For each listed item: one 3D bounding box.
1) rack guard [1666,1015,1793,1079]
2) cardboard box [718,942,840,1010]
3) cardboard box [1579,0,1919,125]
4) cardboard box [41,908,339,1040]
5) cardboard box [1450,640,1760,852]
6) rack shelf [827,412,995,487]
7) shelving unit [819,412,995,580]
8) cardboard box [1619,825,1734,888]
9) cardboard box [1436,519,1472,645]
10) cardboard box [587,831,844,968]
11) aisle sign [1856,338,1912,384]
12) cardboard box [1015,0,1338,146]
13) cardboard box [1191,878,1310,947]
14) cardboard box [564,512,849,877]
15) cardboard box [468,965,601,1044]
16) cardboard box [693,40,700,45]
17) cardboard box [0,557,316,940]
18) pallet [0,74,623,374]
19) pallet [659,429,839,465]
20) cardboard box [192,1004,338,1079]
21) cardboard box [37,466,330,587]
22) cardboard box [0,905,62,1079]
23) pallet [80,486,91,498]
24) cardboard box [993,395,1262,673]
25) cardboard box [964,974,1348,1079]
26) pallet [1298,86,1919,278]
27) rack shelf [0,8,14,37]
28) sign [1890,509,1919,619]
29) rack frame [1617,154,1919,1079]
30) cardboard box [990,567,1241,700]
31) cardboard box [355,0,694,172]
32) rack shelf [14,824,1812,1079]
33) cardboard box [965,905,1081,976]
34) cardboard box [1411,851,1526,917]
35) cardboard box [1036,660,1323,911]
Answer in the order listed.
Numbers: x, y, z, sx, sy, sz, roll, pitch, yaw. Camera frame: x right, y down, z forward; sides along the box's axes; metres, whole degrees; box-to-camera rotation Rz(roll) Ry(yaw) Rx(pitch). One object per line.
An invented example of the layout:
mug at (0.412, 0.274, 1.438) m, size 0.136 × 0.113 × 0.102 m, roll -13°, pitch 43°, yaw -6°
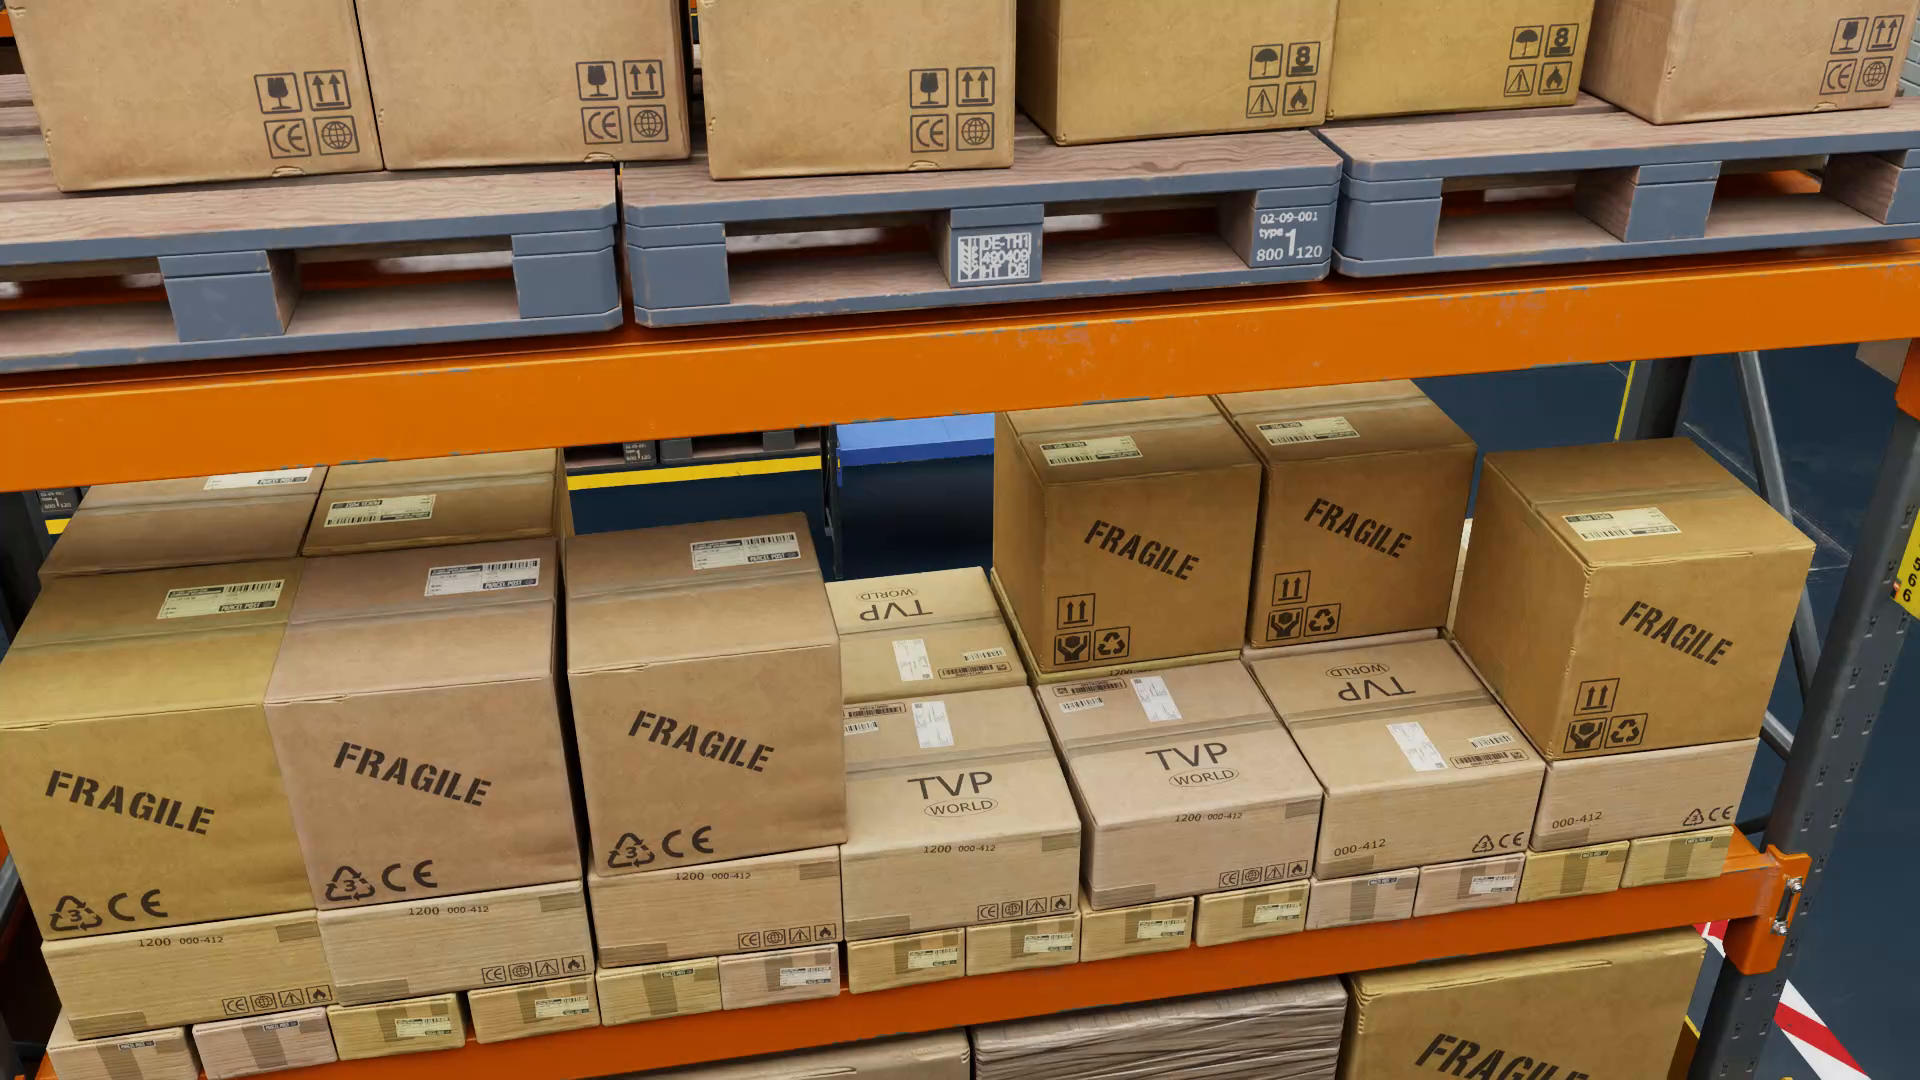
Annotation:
rack guard at (1.924, 1.406, 4.866) m, size 0.348 × 0.500 × 1.175 m, roll -5°, pitch 31°, yaw -9°
cardboard box at (-0.408, 0.824, 3.637) m, size 0.250 × 0.149 × 0.380 m, roll -5°, pitch 31°, yaw -8°
cardboard box at (1.399, -1.155, 3.185) m, size 0.500 × 0.500 × 0.700 m, roll -7°, pitch 31°, yaw -12°
cardboard box at (-1.525, 0.720, 3.421) m, size 0.500 × 0.250 × 0.500 m, roll -6°, pitch 31°, yaw -10°
cardboard box at (1.472, 0.444, 3.891) m, size 0.500 × 0.250 × 0.500 m, roll -6°, pitch 31°, yaw -10°
rack shelf at (-0.084, -0.484, 7.448) m, size 1.000 × 0.185 × 0.538 m, roll -5°, pitch 31°, yaw -9°
shelving unit at (-0.084, -0.639, 7.357) m, size 1.048 × 1.500 × 0.538 m, roll -5°, pitch 31°, yaw -9°
cardboard box at (1.610, 0.636, 3.958) m, size 0.250 × 0.149 × 0.380 m, roll -5°, pitch 31°, yaw -8°
cardboard box at (1.380, 0.176, 4.345) m, size 0.500 × 0.250 × 0.500 m, roll -6°, pitch 31°, yaw -10°
cardboard box at (-0.526, 0.627, 3.579) m, size 0.500 × 0.250 × 0.500 m, roll -5°, pitch 31°, yaw -8°
aisle sign at (2.026, -0.647, 3.326) m, size 0.004 × 0.787 × 0.394 m, roll -5°, pitch 31°, yaw -9°
cardboard box at (0.324, -1.093, 3.078) m, size 0.500 × 0.500 × 0.700 m, roll -7°, pitch 31°, yaw -12°
cardboard box at (0.605, 0.730, 3.798) m, size 0.250 × 0.149 × 0.380 m, roll -6°, pitch 31°, yaw -10°
cardboard box at (-0.520, 0.302, 3.392) m, size 0.500 × 0.500 × 0.500 m, roll -6°, pitch 31°, yaw -10°
cardboard box at (-0.907, 0.870, 3.559) m, size 0.250 × 0.149 × 0.380 m, roll -6°, pitch 31°, yaw -10°
cardboard box at (-1.967, -3.531, 12.825) m, size 0.637 × 0.503 × 0.797 m, roll -5°, pitch 31°, yaw -9°
cardboard box at (-1.517, 0.393, 3.237) m, size 0.500 × 0.500 × 0.500 m, roll -5°, pitch 31°, yaw -9°
pallet at (-1.227, -0.628, 2.988) m, size 1.213 × 0.211 × 1.003 m, roll -5°, pitch 31°, yaw -9°
pallet at (-1.007, -0.771, 8.853) m, size 1.213 × 0.211 × 1.003 m, roll -5°, pitch 31°, yaw -9°
cardboard box at (-1.425, 0.919, 3.476) m, size 0.250 × 0.149 × 0.380 m, roll -6°, pitch 31°, yaw -11°
cardboard box at (-1.630, 0.134, 3.678) m, size 0.500 × 0.500 × 0.500 m, roll -4°, pitch 31°, yaw -7°
cardboard box at (-2.660, 1.499, 3.923) m, size 0.875 × 0.875 × 1.225 m, roll -5°, pitch 31°, yaw -9°
pallet at (-3.692, -0.522, 8.429) m, size 1.213 × 0.211 × 1.003 m, roll -5°, pitch 31°, yaw -9°
cardboard box at (0.380, -0.051, 3.992) m, size 0.500 × 0.500 × 0.500 m, roll -6°, pitch 31°, yaw -10°
cardboard box at (0.391, 1.247, 4.352) m, size 0.875 × 0.875 × 0.875 m, roll -5°, pitch 31°, yaw -9°
pallet at (1.173, -0.851, 3.367) m, size 1.213 × 0.211 × 1.003 m, roll -5°, pitch 31°, yaw -9°
rack shelf at (-5.782, -3.751, 11.880) m, size 4.000 × 0.370 × 1.077 m, roll -5°, pitch 31°, yaw -9°
sign at (1.985, 0.001, 3.413) m, size 0.005 × 0.325 × 0.100 m, roll -5°, pitch 31°, yaw -9°
rack frame at (1.901, 0.331, 4.228) m, size 0.127 × 3.000 × 1.000 m, roll -5°, pitch 31°, yaw -9°
cardboard box at (0.375, 0.271, 4.184) m, size 0.500 × 0.250 × 0.500 m, roll -6°, pitch 31°, yaw -11°
cardboard box at (-0.745, -1.013, 2.942) m, size 0.500 × 0.500 × 0.700 m, roll -4°, pitch 31°, yaw -6°
rack shelf at (-0.067, 0.823, 4.100) m, size 4.000 × 0.370 × 1.077 m, roll -5°, pitch 31°, yaw -9°
cardboard box at (0.106, 0.775, 3.720) m, size 0.250 × 0.149 × 0.380 m, roll -5°, pitch 31°, yaw -8°
cardboard box at (1.106, 0.683, 3.878) m, size 0.250 × 0.149 × 0.380 m, roll -5°, pitch 31°, yaw -9°
cardboard box at (0.472, 0.536, 3.733) m, size 0.500 × 0.250 × 0.500 m, roll -6°, pitch 31°, yaw -11°
